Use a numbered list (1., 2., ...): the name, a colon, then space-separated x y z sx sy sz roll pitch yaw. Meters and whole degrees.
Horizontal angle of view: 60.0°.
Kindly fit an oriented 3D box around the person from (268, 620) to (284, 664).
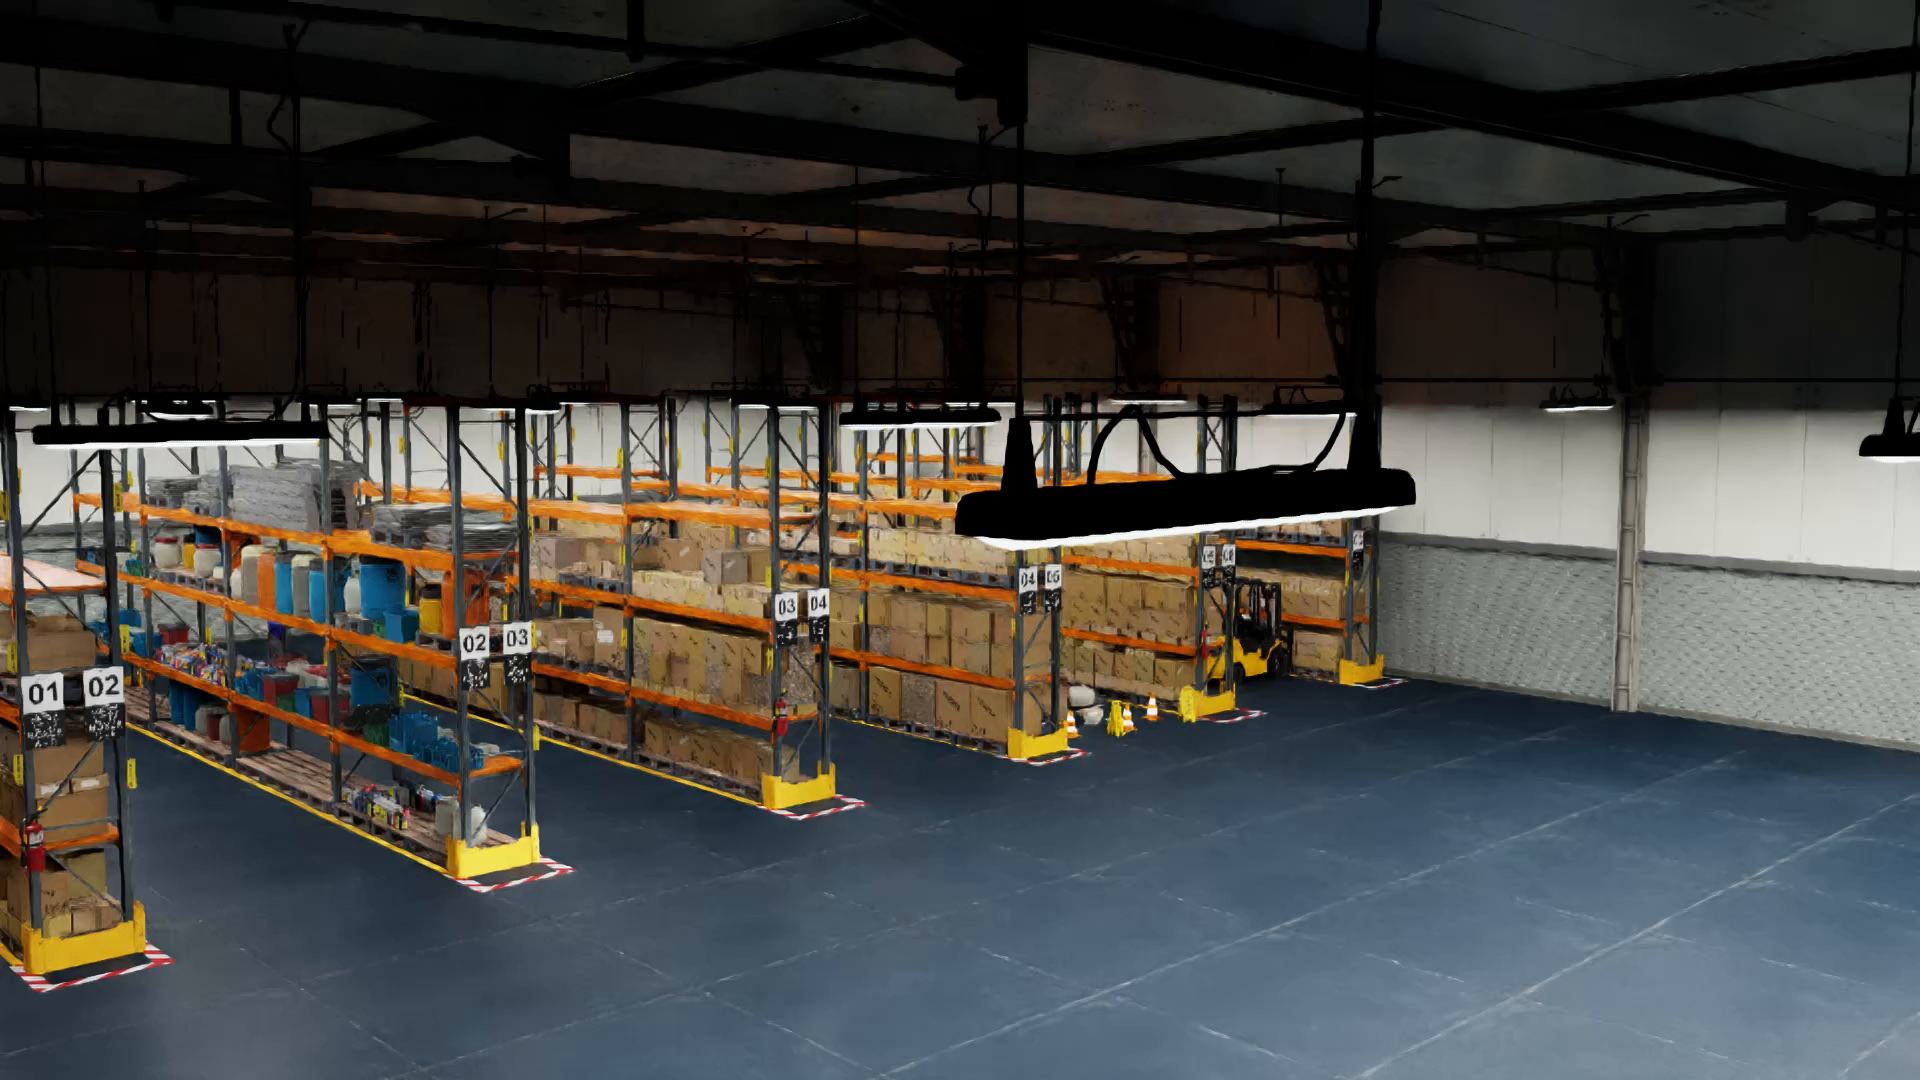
1. person: -14.050 2.181 34.243 0.575 1.658 0.375 3 6 31

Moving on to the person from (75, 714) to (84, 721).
1. person: -16.057 2.566 30.089 0.729 1.733 0.546 -5 8 -44
